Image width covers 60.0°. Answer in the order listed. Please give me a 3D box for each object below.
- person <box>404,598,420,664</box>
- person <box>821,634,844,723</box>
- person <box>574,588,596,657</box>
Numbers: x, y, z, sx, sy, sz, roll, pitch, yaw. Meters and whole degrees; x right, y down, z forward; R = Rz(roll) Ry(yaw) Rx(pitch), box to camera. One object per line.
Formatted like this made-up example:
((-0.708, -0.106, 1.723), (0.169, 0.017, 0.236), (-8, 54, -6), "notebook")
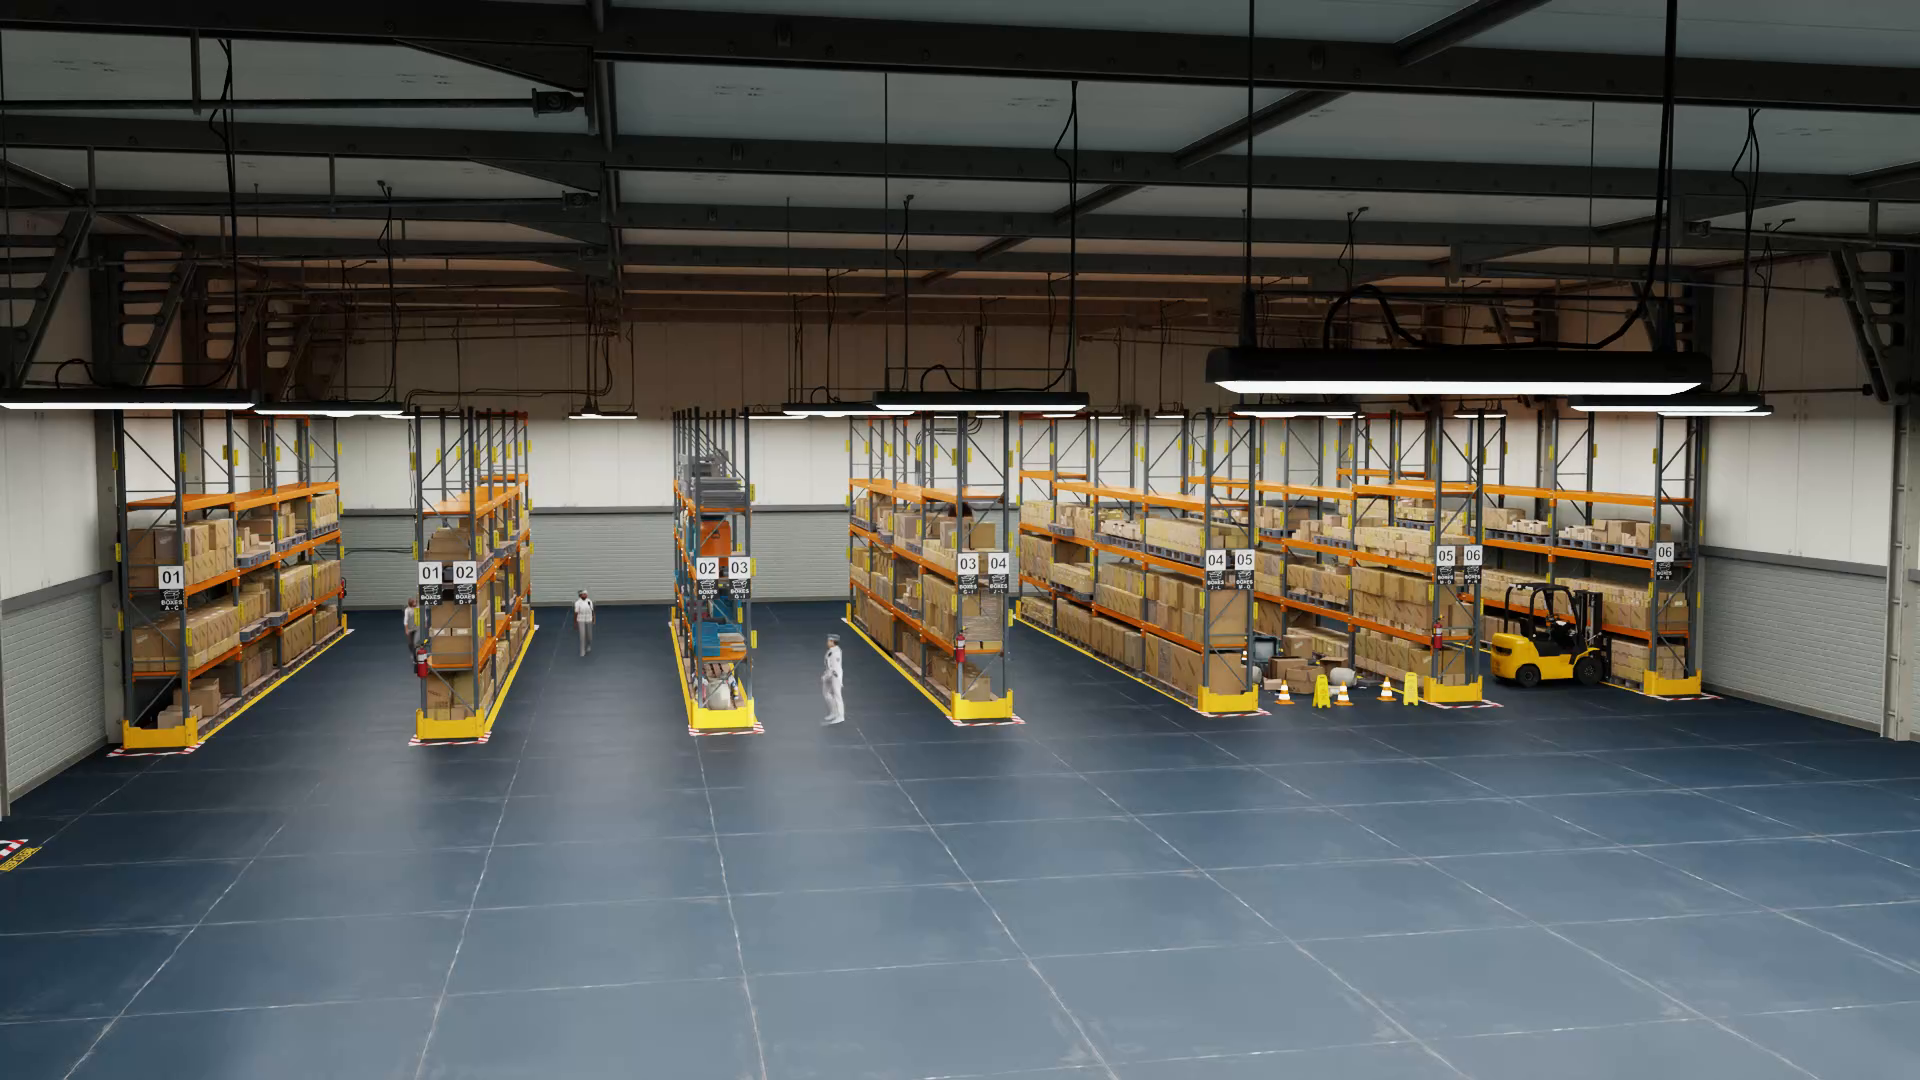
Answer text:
((-12.965, 2.134, 39.428), (0.397, 1.556, 0.823), (-1, 4, -12), "person")
((-2.438, 2.624, 31.680), (0.356, 1.682, 0.552), (-2, 4, -25), "person")
((-9.211, 1.997, 40.772), (0.523, 1.640, 0.951), (-1, 4, -17), "person")
